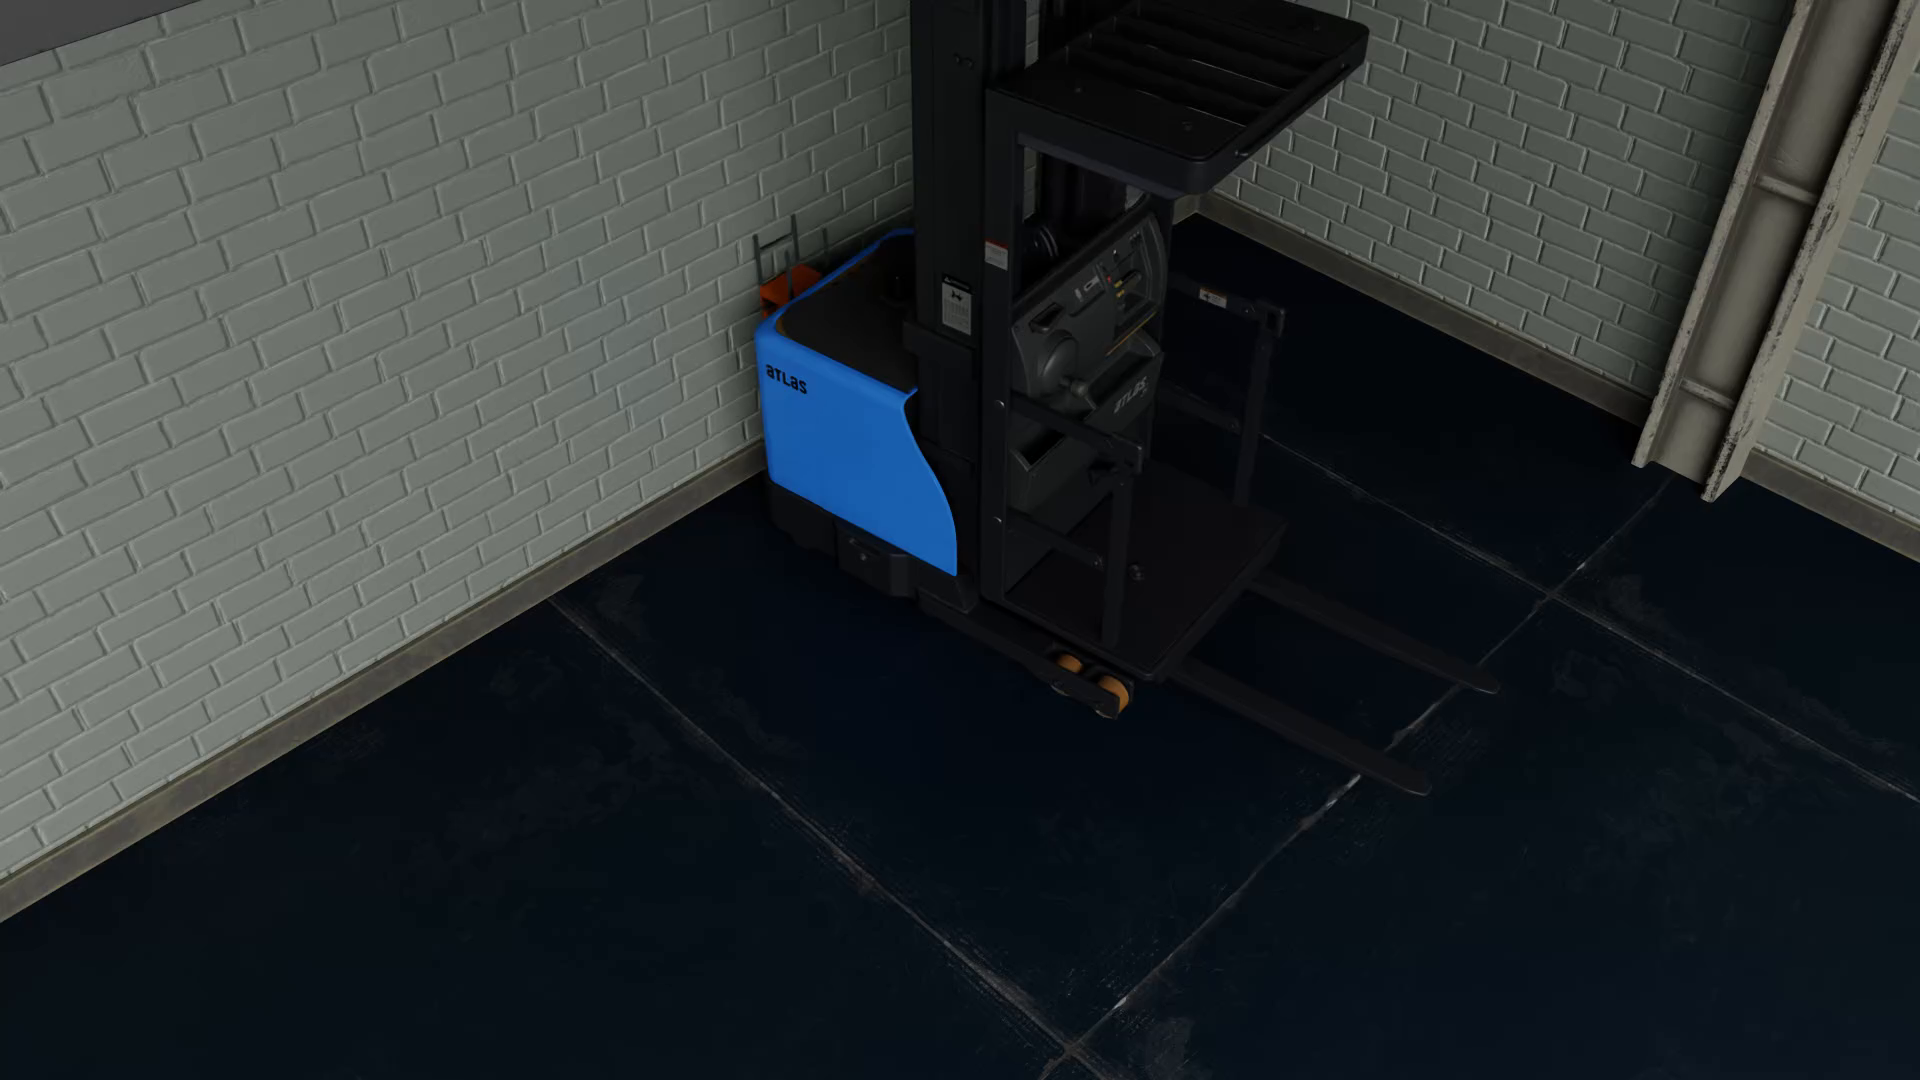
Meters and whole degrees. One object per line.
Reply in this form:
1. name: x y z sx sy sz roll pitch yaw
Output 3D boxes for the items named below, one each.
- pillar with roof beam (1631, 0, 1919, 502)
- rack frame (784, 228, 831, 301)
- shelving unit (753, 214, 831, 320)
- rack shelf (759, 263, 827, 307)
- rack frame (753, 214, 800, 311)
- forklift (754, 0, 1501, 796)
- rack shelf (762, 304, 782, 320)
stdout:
1. pillar with roof beam: 0.277 -1.575 2.324 9.100 9.000 0.400 -34 53 -31
2. rack frame: -0.615 -0.778 7.198 0.006 1.200 0.240 29 50 30
3. shelving unit: -0.684 -0.816 7.244 0.189 1.200 0.258 29 50 30
4. rack shelf: -0.693 -1.053 7.036 0.180 0.103 0.258 29 50 30
5. rack frame: -0.753 -0.854 7.290 0.006 1.200 0.240 29 50 30
6. forklift: 0.648 -0.795 5.950 3.031 2.935 1.130 27 49 26
7. rack shelf: -0.689 -0.963 7.115 0.180 0.103 0.258 29 50 30
